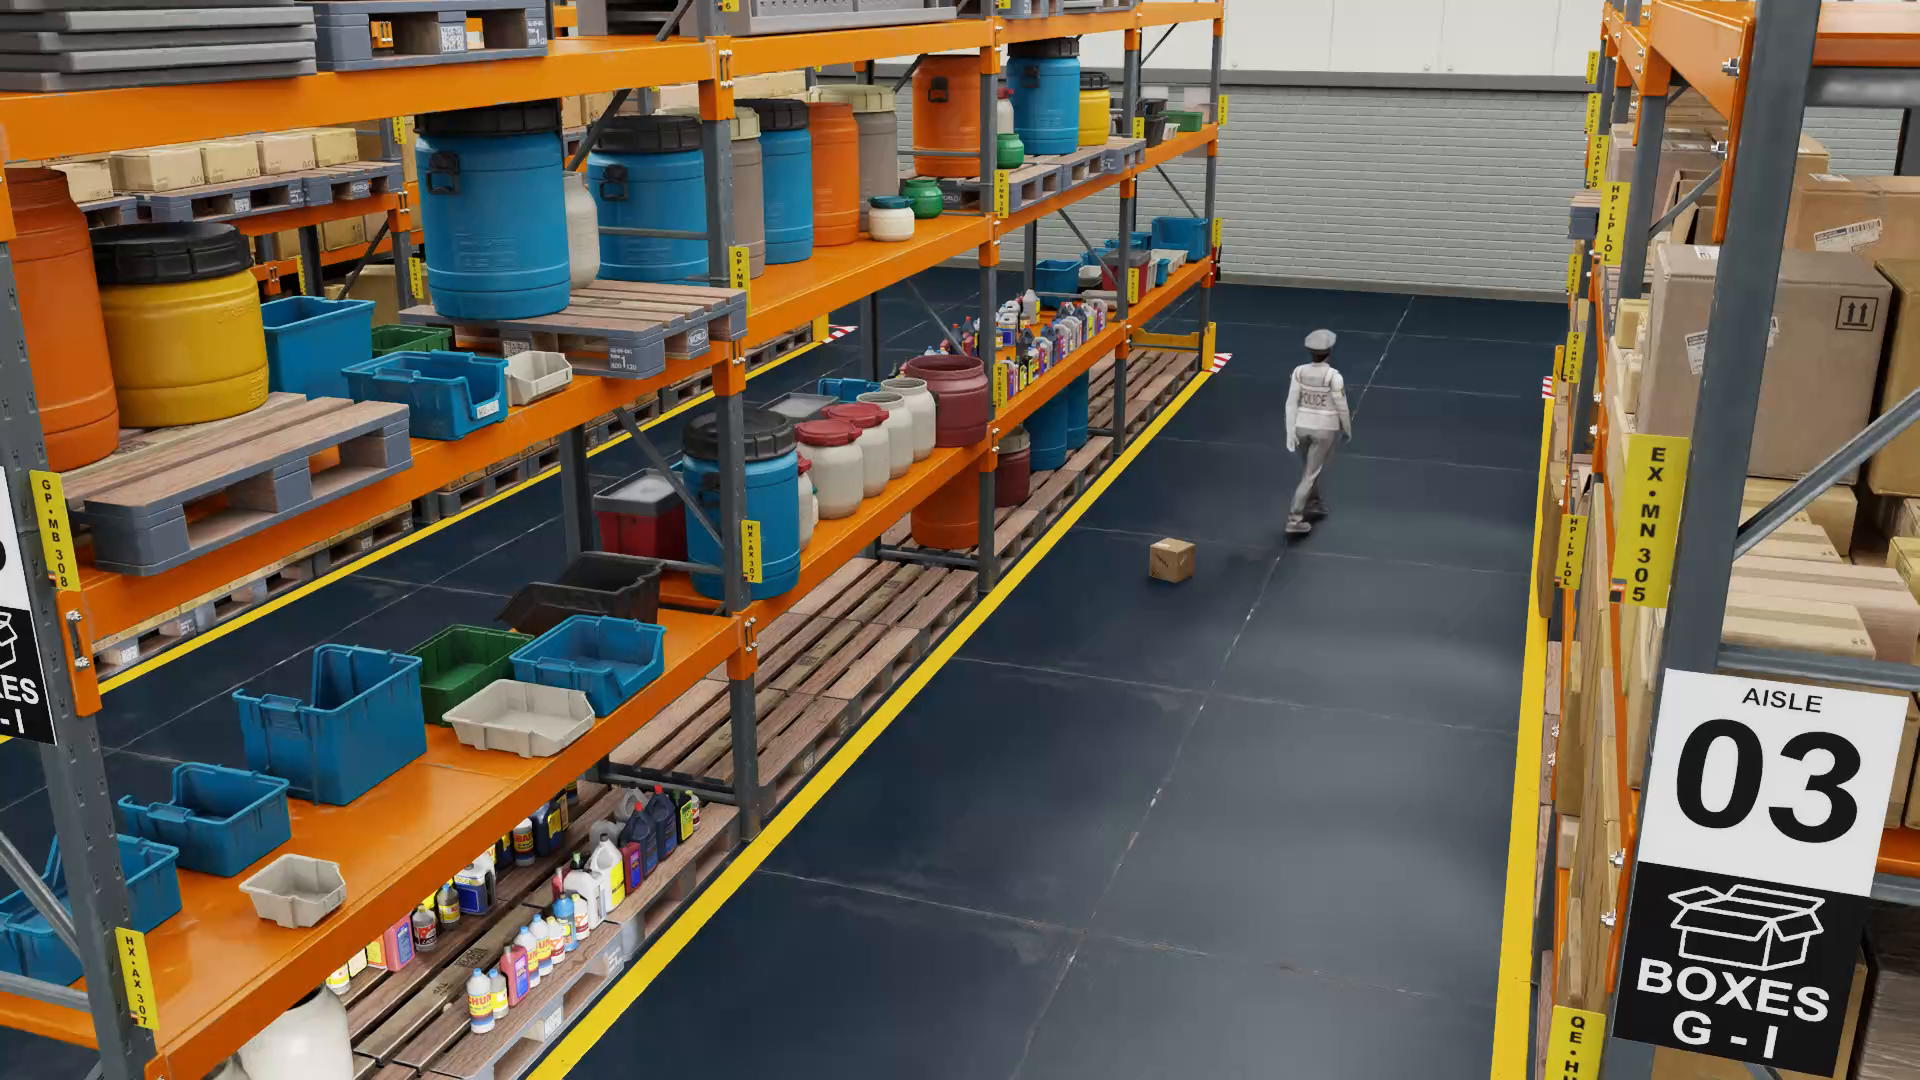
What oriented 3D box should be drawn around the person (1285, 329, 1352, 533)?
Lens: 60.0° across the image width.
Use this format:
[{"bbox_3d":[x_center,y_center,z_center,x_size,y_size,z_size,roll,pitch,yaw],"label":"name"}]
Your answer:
[{"bbox_3d":[2.969,-0.905,13.670,0.480,1.681,0.872,16,25,40],"label":"person"}]
